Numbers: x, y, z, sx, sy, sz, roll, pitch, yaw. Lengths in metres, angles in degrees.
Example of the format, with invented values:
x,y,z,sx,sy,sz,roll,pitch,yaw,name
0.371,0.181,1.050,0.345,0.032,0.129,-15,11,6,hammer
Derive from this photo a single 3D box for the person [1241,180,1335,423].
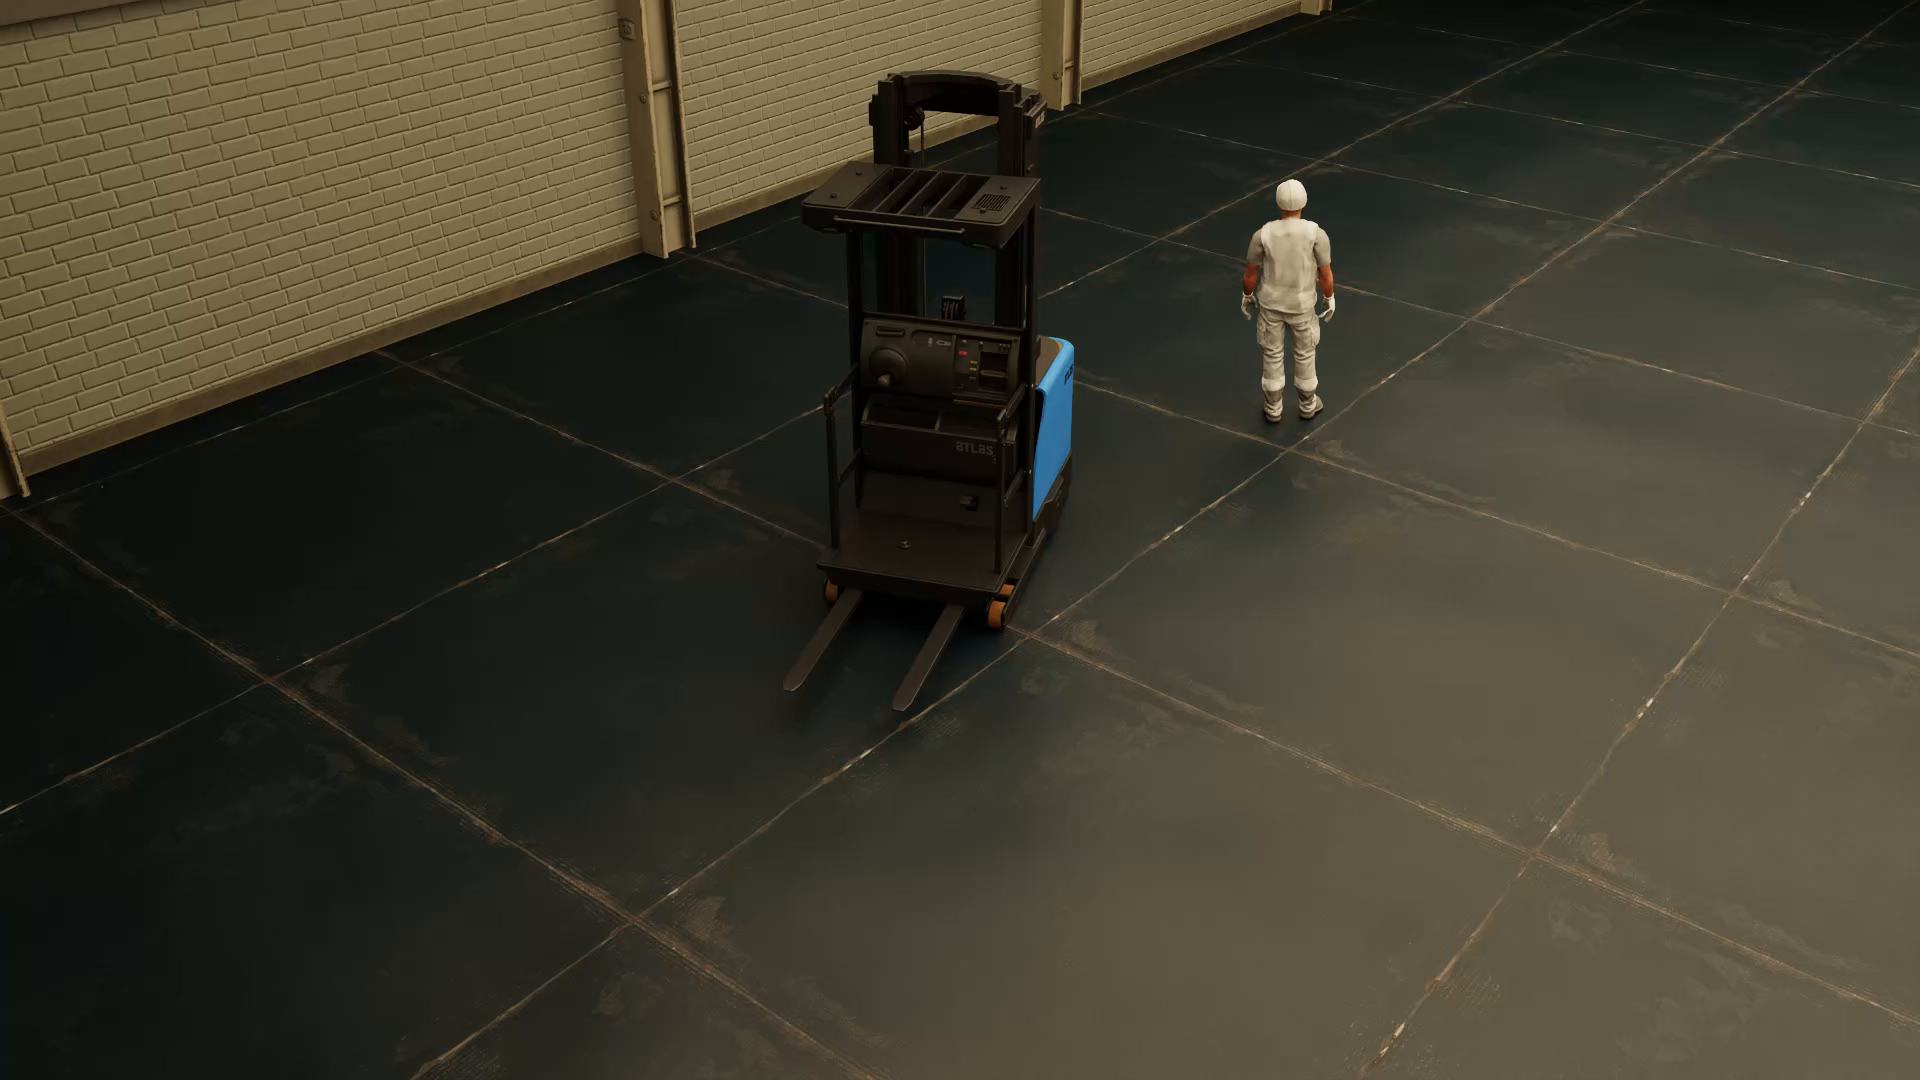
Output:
x,y,z,sx,sy,sz,roll,pitch,yaw,name
2.291,-1.675,11.578,0.637,1.787,0.564,8,31,14,person

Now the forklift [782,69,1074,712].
x,y,z,sx,sy,sz,roll,pitch,yaw,name
-0.176,-0.972,9.258,1.130,2.935,3.031,9,31,14,forklift
